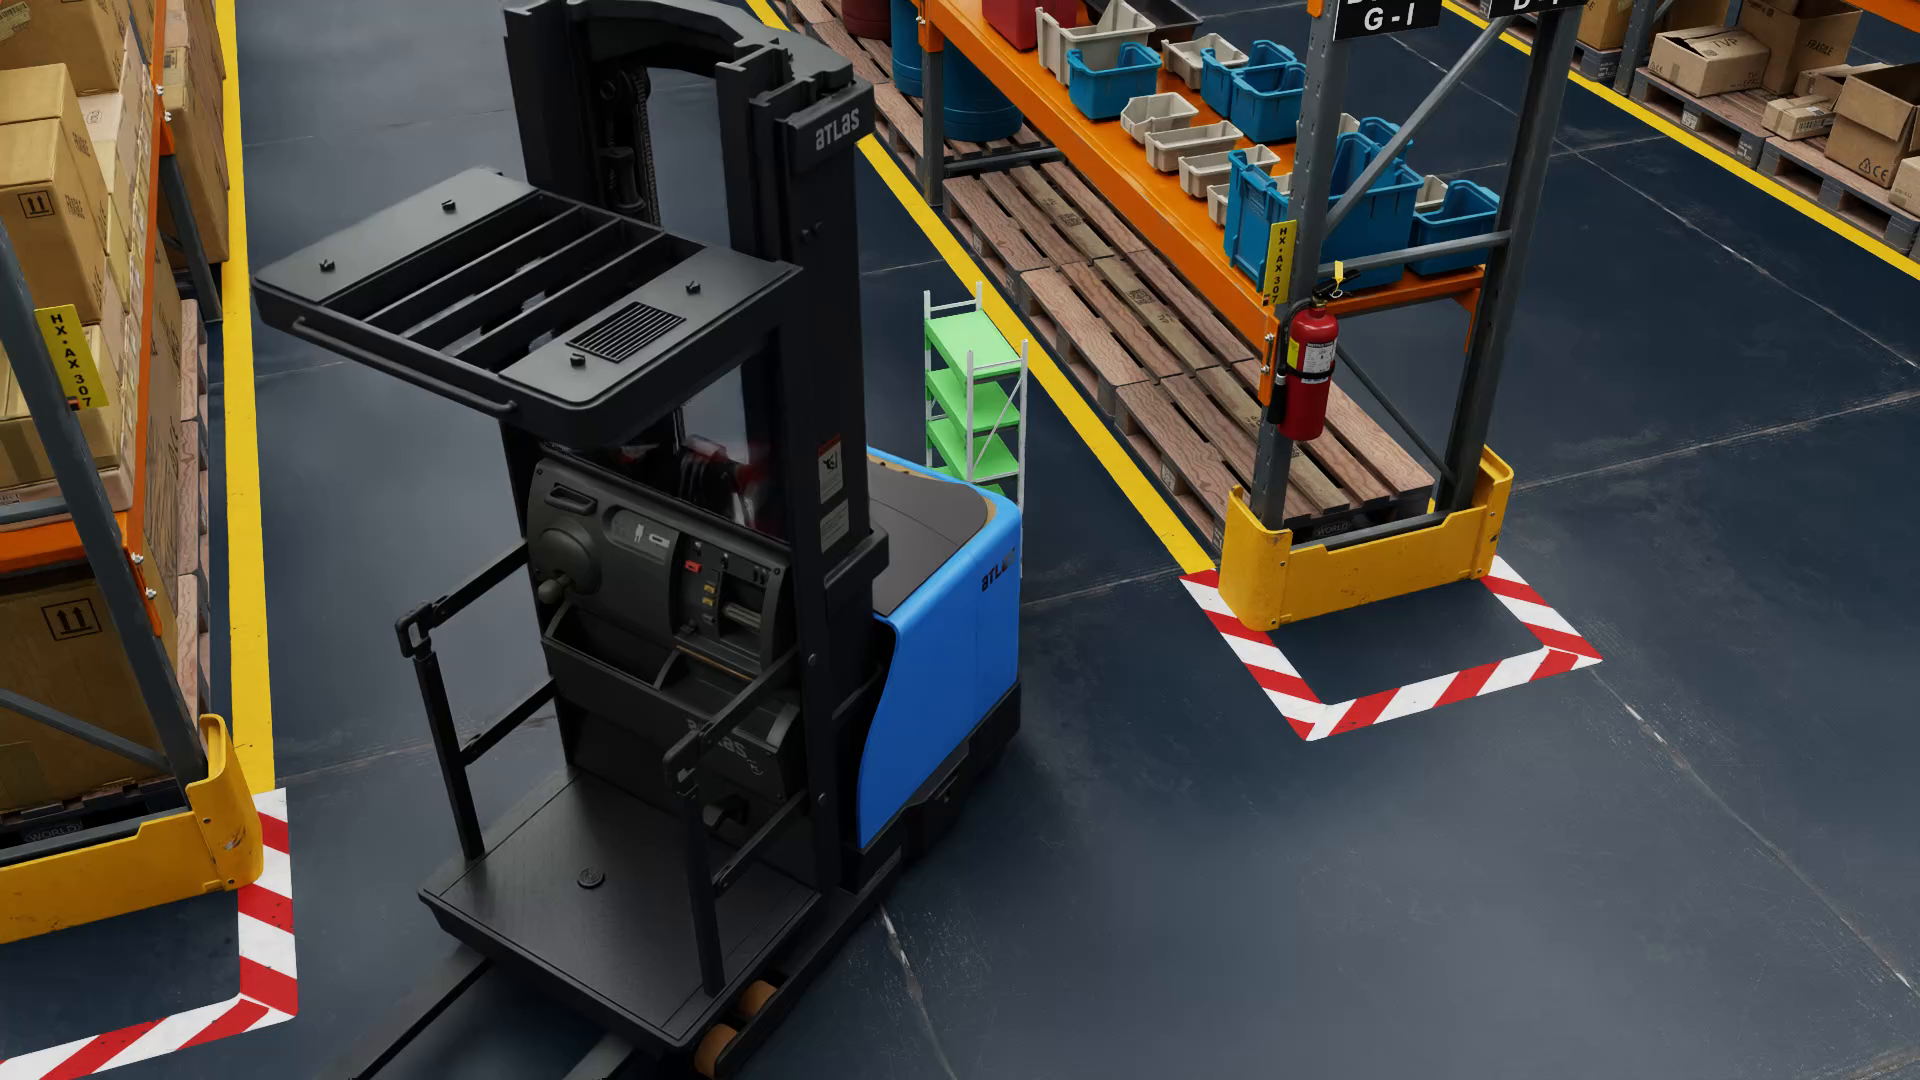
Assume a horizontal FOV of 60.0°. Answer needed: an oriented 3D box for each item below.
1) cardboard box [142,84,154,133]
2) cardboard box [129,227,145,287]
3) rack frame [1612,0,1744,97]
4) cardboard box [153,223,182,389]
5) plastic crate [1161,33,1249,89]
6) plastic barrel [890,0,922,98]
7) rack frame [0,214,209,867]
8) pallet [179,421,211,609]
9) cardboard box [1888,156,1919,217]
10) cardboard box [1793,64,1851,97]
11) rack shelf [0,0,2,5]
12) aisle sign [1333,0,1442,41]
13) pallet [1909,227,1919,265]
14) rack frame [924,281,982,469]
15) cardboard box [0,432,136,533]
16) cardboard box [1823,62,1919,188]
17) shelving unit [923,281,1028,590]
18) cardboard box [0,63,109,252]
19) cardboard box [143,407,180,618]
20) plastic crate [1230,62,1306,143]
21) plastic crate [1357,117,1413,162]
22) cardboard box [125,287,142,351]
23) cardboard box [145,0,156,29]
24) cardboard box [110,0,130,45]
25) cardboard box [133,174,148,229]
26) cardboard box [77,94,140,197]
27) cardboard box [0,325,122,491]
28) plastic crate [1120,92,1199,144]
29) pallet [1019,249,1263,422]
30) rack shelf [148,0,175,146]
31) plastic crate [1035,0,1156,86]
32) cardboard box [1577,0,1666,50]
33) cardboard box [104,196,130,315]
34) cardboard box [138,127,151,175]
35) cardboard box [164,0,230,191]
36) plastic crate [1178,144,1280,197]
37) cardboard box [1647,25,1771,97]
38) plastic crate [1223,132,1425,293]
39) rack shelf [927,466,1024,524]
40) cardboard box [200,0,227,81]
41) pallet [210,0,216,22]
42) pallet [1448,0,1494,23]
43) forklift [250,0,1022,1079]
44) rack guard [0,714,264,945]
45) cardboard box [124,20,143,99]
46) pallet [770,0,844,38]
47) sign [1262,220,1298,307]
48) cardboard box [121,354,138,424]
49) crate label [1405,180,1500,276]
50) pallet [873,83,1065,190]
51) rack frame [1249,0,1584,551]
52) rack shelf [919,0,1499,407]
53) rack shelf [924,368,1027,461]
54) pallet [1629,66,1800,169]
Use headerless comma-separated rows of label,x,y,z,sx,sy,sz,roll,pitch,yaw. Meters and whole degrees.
cardboard box,-3.876,-1.926,7.523,0.380,0.149,0.250,-12,39,-15
cardboard box,-3.344,-1.054,6.365,0.380,0.149,0.250,-13,39,-17
rack frame,4.925,-4.325,10.499,1.000,3.000,0.127,-12,39,-16
cardboard box,-4.225,-1.206,7.775,0.875,0.875,0.875,-12,39,-16
plastic crate,1.155,-2.299,7.979,0.293,0.136,0.466,-12,39,-16
plastic barrel,-0.142,-3.342,10.589,0.600,0.901,0.708,-12,39,-16
rack frame,-3.001,-0.017,4.779,1.000,3.000,0.127,-12,39,-16
pallet,-3.766,-0.027,7.110,1.003,0.211,1.213,-12,39,-16
cardboard box,5.585,-1.942,9.255,0.500,0.250,0.500,-12,39,-16
cardboard box,5.573,-2.900,10.611,0.380,0.149,0.250,-12,39,-16
rack shelf,-3.689,-2.057,5.593,1.077,0.370,4.000,-12,39,-16
aisle sign,1.399,-1.979,5.224,0.394,0.787,0.004,-12,39,-16
pallet,6.000,-1.445,8.993,1.003,0.211,1.213,-12,39,-16
rack frame,-0.027,-0.524,6.948,0.240,1.200,0.015,-12,39,-16
cardboard box,-2.813,-0.185,5.212,0.380,0.149,0.250,-12,39,-15
cardboard box,5.577,-2.444,9.710,0.797,0.503,0.637,-12,39,-16
shelving unit,0.057,-0.386,6.765,0.258,1.200,0.503,-12,39,-16
cardboard box,-3.269,-1.276,5.705,0.500,0.500,0.500,-13,39,-17
cardboard box,-3.609,-0.195,6.433,0.875,0.875,0.875,-12,39,-16
plastic crate,1.421,-1.951,7.436,0.416,0.233,0.300,-12,39,-16
plastic crate,1.647,-1.579,6.942,0.416,0.233,0.300,-12,39,-16
cardboard box,-3.169,-0.765,5.982,0.380,0.149,0.250,-13,39,-17
cardboard box,-4.475,-2.912,8.540,0.500,0.500,0.500,-12,39,-16
cardboard box,-3.968,-2.431,7.238,0.500,0.500,0.500,-11,38,-15
cardboard box,-3.522,-1.346,6.752,0.380,0.149,0.250,-13,39,-17
cardboard box,-3.623,-1.560,6.706,0.500,0.250,0.500,-12,39,-15
cardboard box,-2.913,-0.403,5.169,0.500,0.250,0.500,-13,39,-17
plastic crate,0.875,-1.867,7.404,0.298,0.136,0.250,-12,39,-16
pallet,0.986,-1.090,8.522,1.003,0.211,1.213,-12,39,-16
rack shelf,-5.066,-3.119,9.496,1.077,0.370,4.000,-12,39,-16
plastic crate,0.626,-2.378,7.962,0.437,0.282,0.530,-12,39,-16
cardboard box,4.486,-3.722,11.410,0.500,0.500,0.500,-13,39,-16
cardboard box,-3.267,-0.980,5.935,0.500,0.250,0.500,-14,39,-17
cardboard box,-3.699,-1.636,7.138,0.380,0.149,0.250,-12,39,-15
cardboard box,-4.925,-2.458,9.436,1.225,0.875,0.875,-14,39,-18
plastic crate,1.113,-1.551,6.985,0.396,0.136,0.243,-12,39,-16
cardboard box,4.867,-3.145,10.802,0.500,0.311,0.500,-12,39,-16
plastic crate,1.359,-1.231,6.312,0.616,0.435,0.499,-12,39,-16
rack shelf,0.057,-0.143,6.948,0.258,0.148,0.480,-12,39,-16
cardboard box,-5.536,-3.461,10.769,1.225,0.875,0.875,-14,39,-18
pallet,-6.021,-3.864,12.204,1.003,0.211,1.213,-12,39,-16
pallet,4.186,-4.354,12.854,1.003,0.211,1.213,-12,39,-16
forklift,-0.995,0.146,4.619,1.130,2.935,3.031,21,42,26
rack guard,-2.993,0.995,5.513,1.175,0.500,0.348,-12,39,-16
cardboard box,-3.979,-2.140,7.476,0.500,0.250,0.500,-13,39,-17
pallet,-0.793,-4.011,12.400,1.003,0.211,1.213,-12,39,-16
sign,1.139,-0.984,5.928,0.100,0.325,0.005,-12,39,-16
cardboard box,-2.991,-0.475,5.596,0.380,0.149,0.250,-13,39,-17
crate label,1.874,-1.207,6.449,0.416,0.233,0.303,-12,39,-16
pallet,0.047,-2.633,10.570,1.003,0.211,1.213,-12,39,-16
rack frame,1.650,-1.042,6.141,1.000,3.000,0.127,-12,39,-16
rack shelf,0.961,-1.885,7.857,1.077,0.370,4.000,-12,39,-16
rack shelf,0.057,-0.526,6.659,0.258,0.148,0.480,-12,39,-16
pallet,5.161,-2.823,10.823,1.003,0.211,1.213,-12,39,-16
